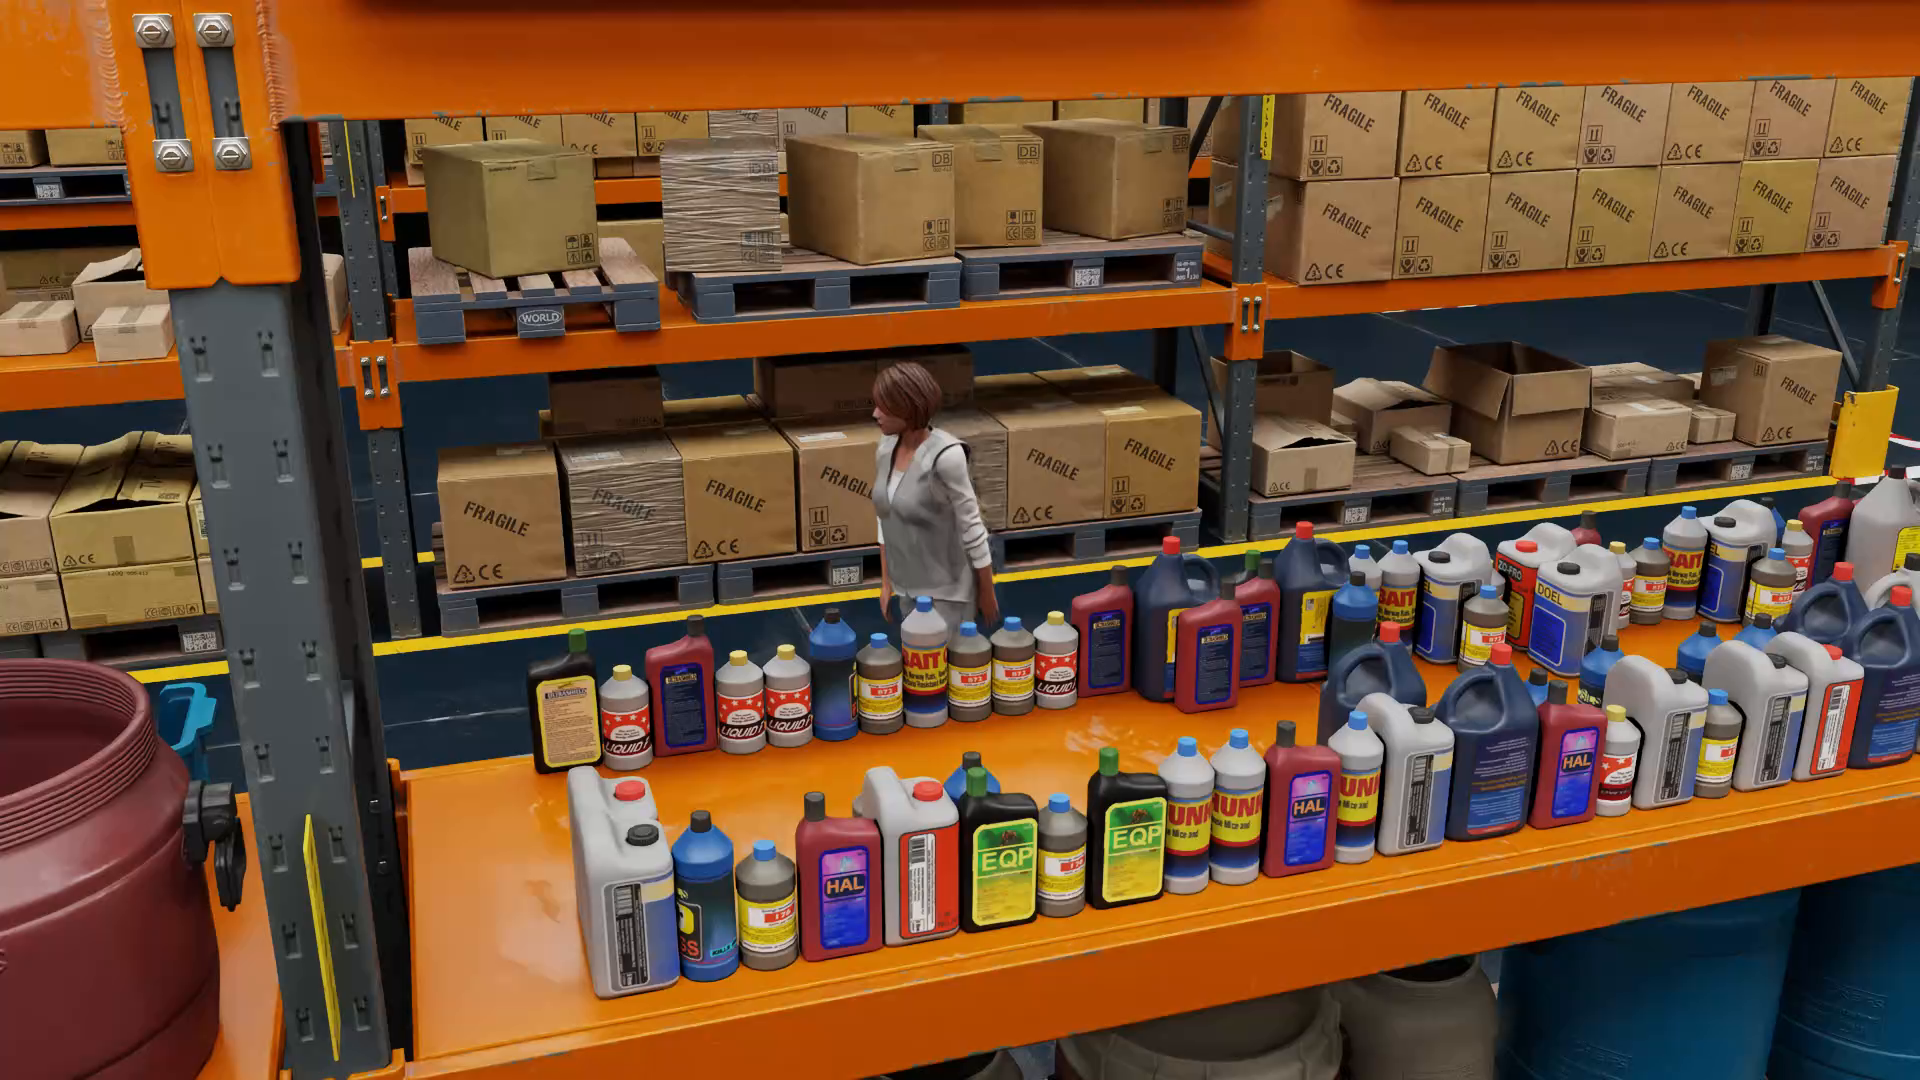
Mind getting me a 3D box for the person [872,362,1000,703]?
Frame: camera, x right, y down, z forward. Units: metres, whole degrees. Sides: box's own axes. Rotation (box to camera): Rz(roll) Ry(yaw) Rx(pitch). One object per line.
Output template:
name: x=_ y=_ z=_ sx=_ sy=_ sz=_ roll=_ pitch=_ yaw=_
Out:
person: x=-0.062 y=0.184 z=5.598 sx=0.492 sy=1.628 sz=0.424 roll=-14 pitch=24 yaw=-35
